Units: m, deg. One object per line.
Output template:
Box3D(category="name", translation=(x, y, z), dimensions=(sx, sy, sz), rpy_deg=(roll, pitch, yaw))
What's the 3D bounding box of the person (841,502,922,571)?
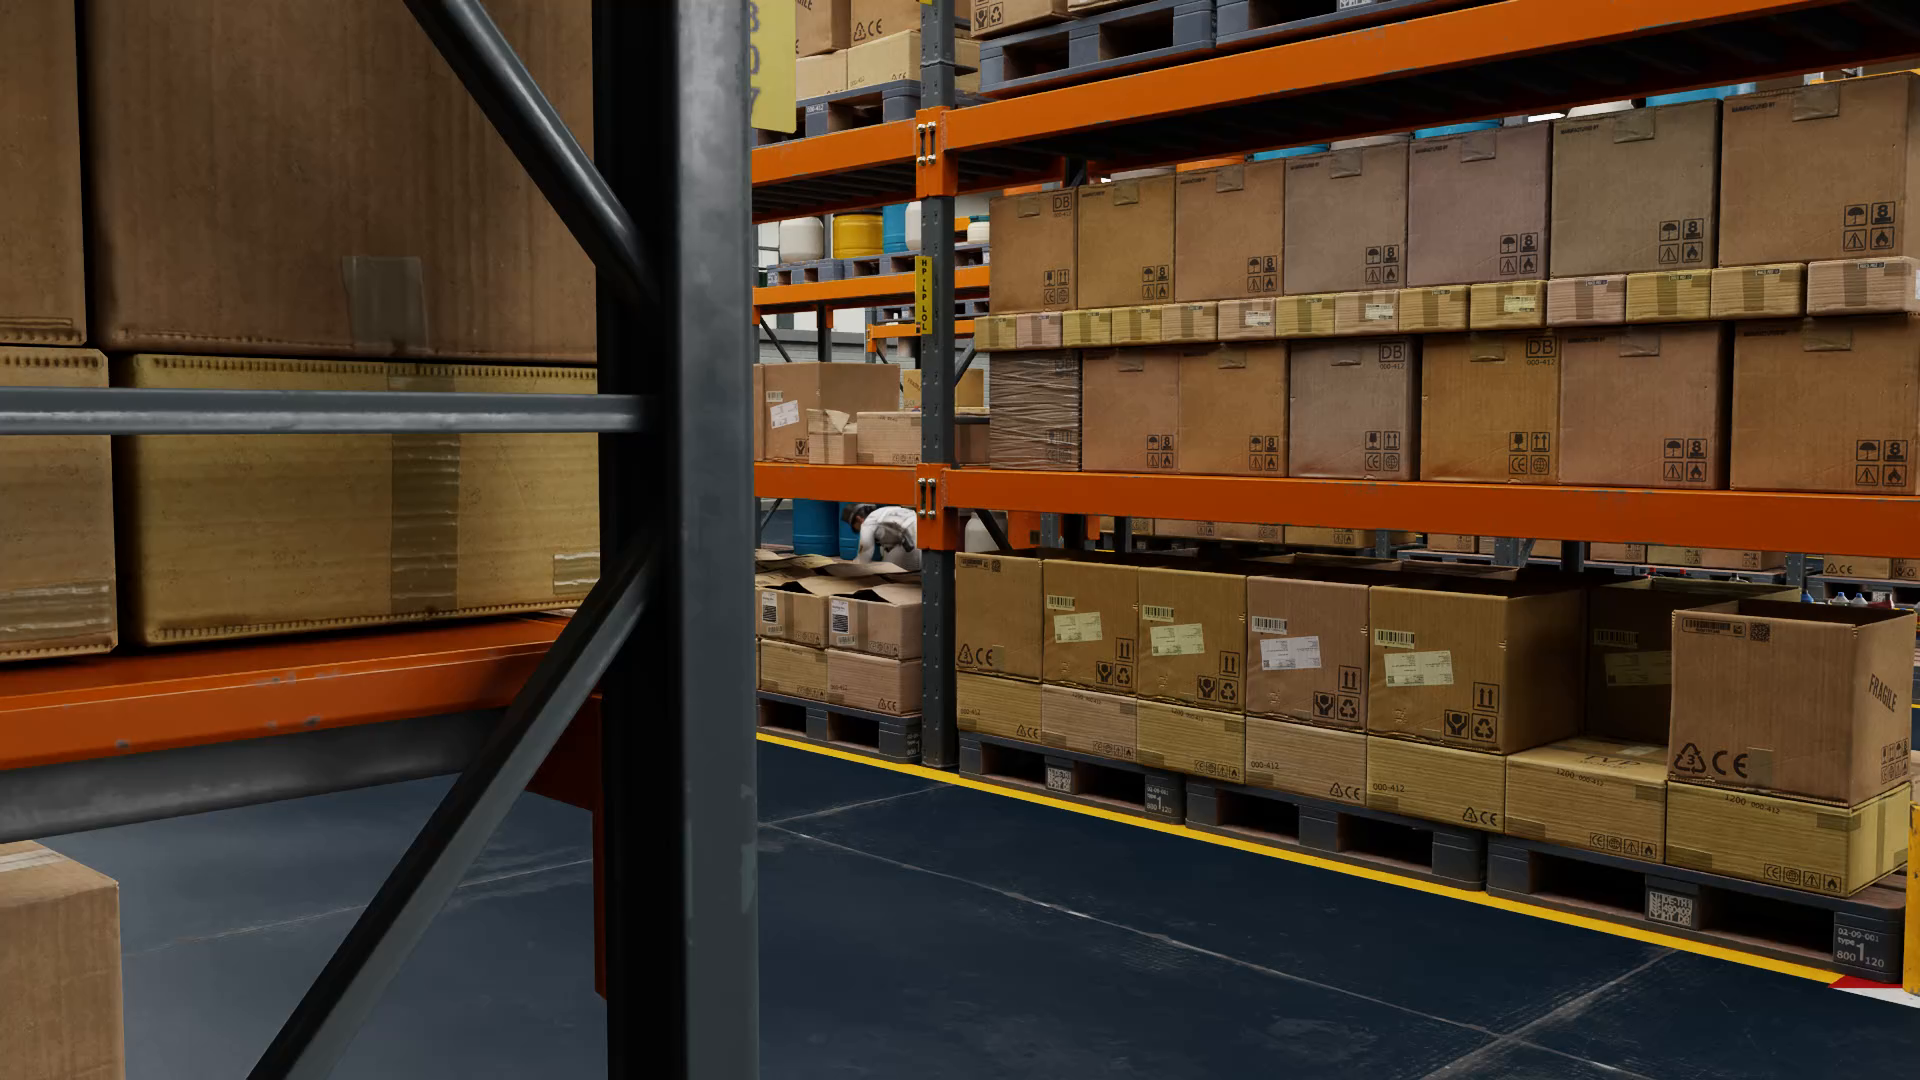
Box3D(category="person", translation=(-0.447, 0.200, 11.532), dimensions=(0.916, 0.989, 0.452), rpy_deg=(4, 6, 43))
